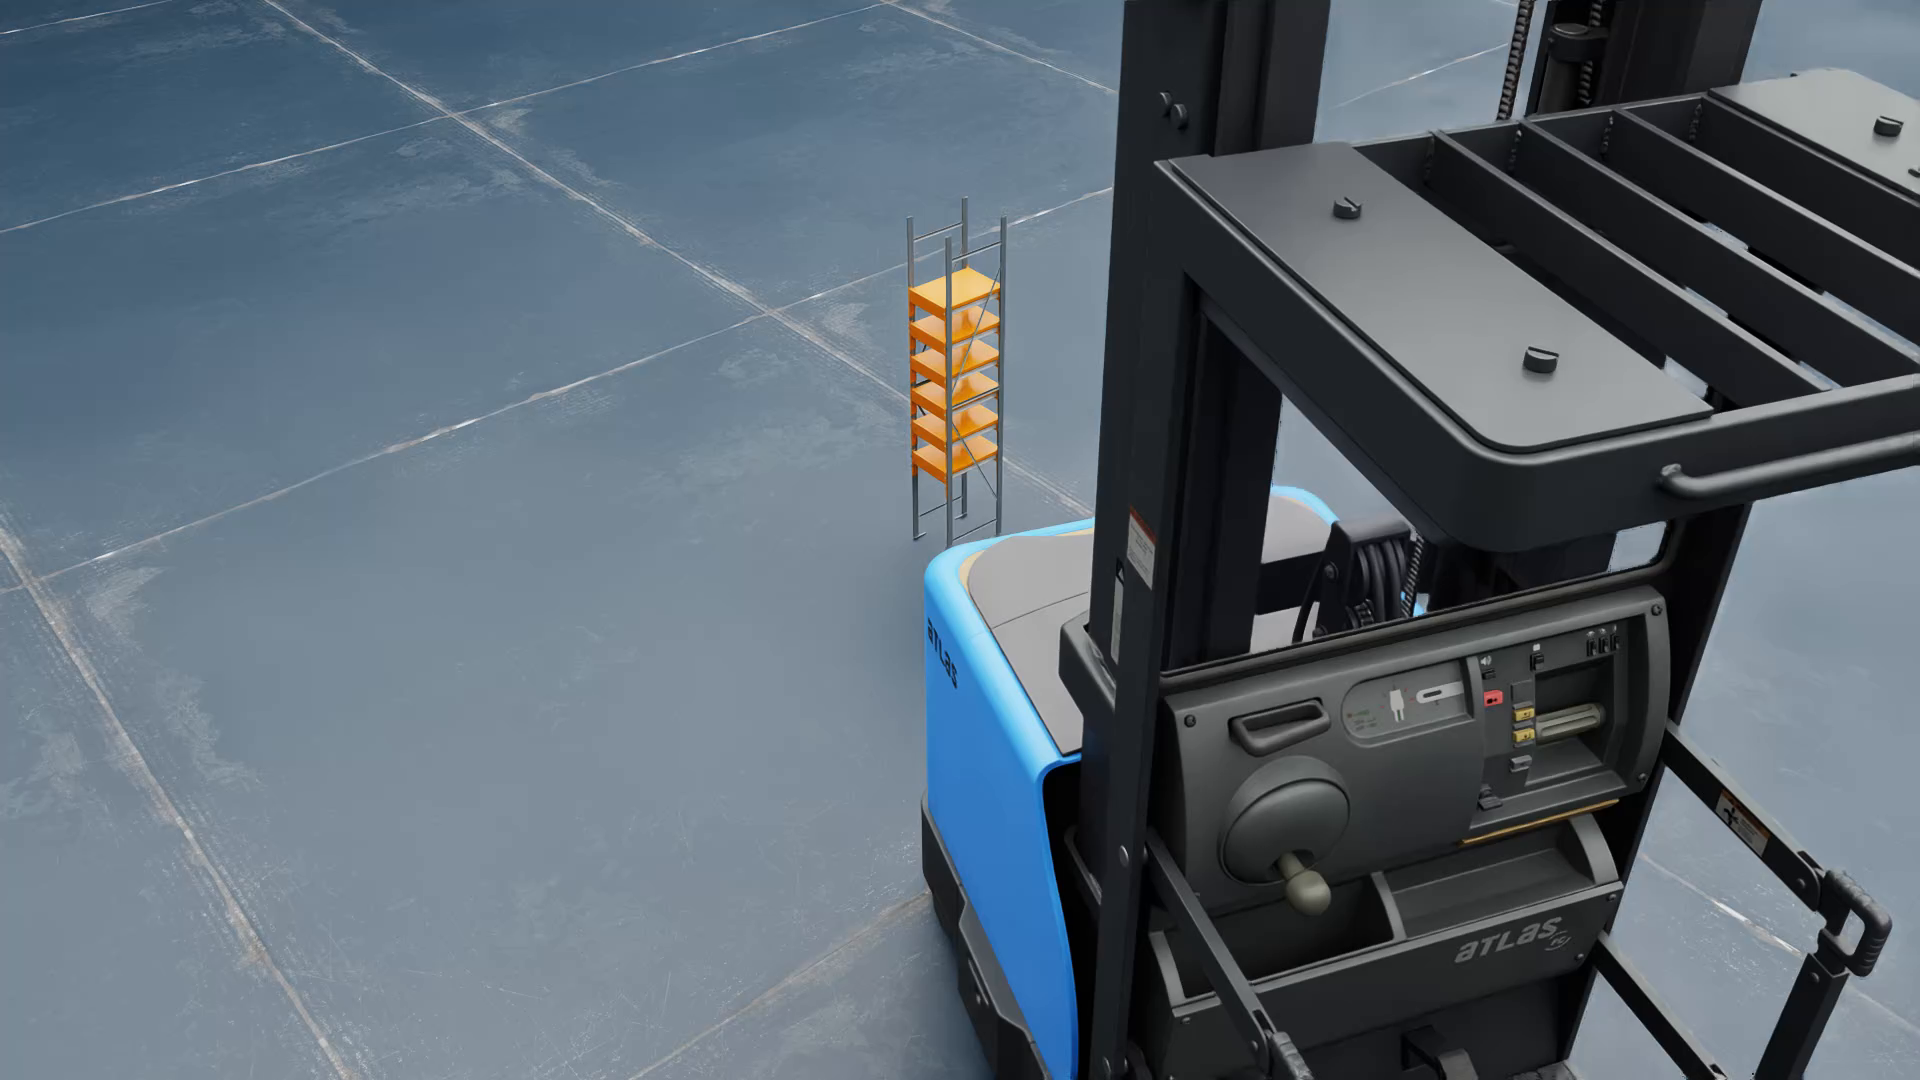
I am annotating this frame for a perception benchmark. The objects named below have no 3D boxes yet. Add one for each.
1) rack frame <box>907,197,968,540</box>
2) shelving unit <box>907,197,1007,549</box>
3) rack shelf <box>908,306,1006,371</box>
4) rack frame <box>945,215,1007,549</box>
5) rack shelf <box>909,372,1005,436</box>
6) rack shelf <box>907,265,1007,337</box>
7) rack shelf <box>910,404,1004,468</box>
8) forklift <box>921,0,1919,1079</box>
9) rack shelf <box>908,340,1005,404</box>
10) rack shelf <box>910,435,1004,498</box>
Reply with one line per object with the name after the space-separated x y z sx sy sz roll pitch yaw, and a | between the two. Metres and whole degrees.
-0.068 -0.536 5.469 0.240 1.200 0.006 -26 43 -32 | rack frame
-0.009 -0.496 5.412 0.258 1.200 0.189 -26 43 -32 | shelving unit
-0.009 -0.656 5.299 0.258 0.103 0.180 -26 43 -32 | rack shelf
0.050 -0.456 5.355 0.240 1.200 0.006 -26 43 -32 | rack frame
-0.009 -0.460 5.438 0.258 0.103 0.180 -26 43 -32 | rack shelf
-0.009 -0.754 5.230 0.258 0.103 0.180 -26 43 -32 | rack shelf
-0.009 -0.362 5.507 0.258 0.103 0.180 -26 43 -32 | rack shelf
0.859 0.418 2.623 1.130 2.935 3.031 -11 37 -15 | forklift
-0.009 -0.558 5.369 0.258 0.103 0.180 -26 43 -32 | rack shelf
-0.009 -0.264 5.577 0.258 0.103 0.180 -26 43 -32 | rack shelf
